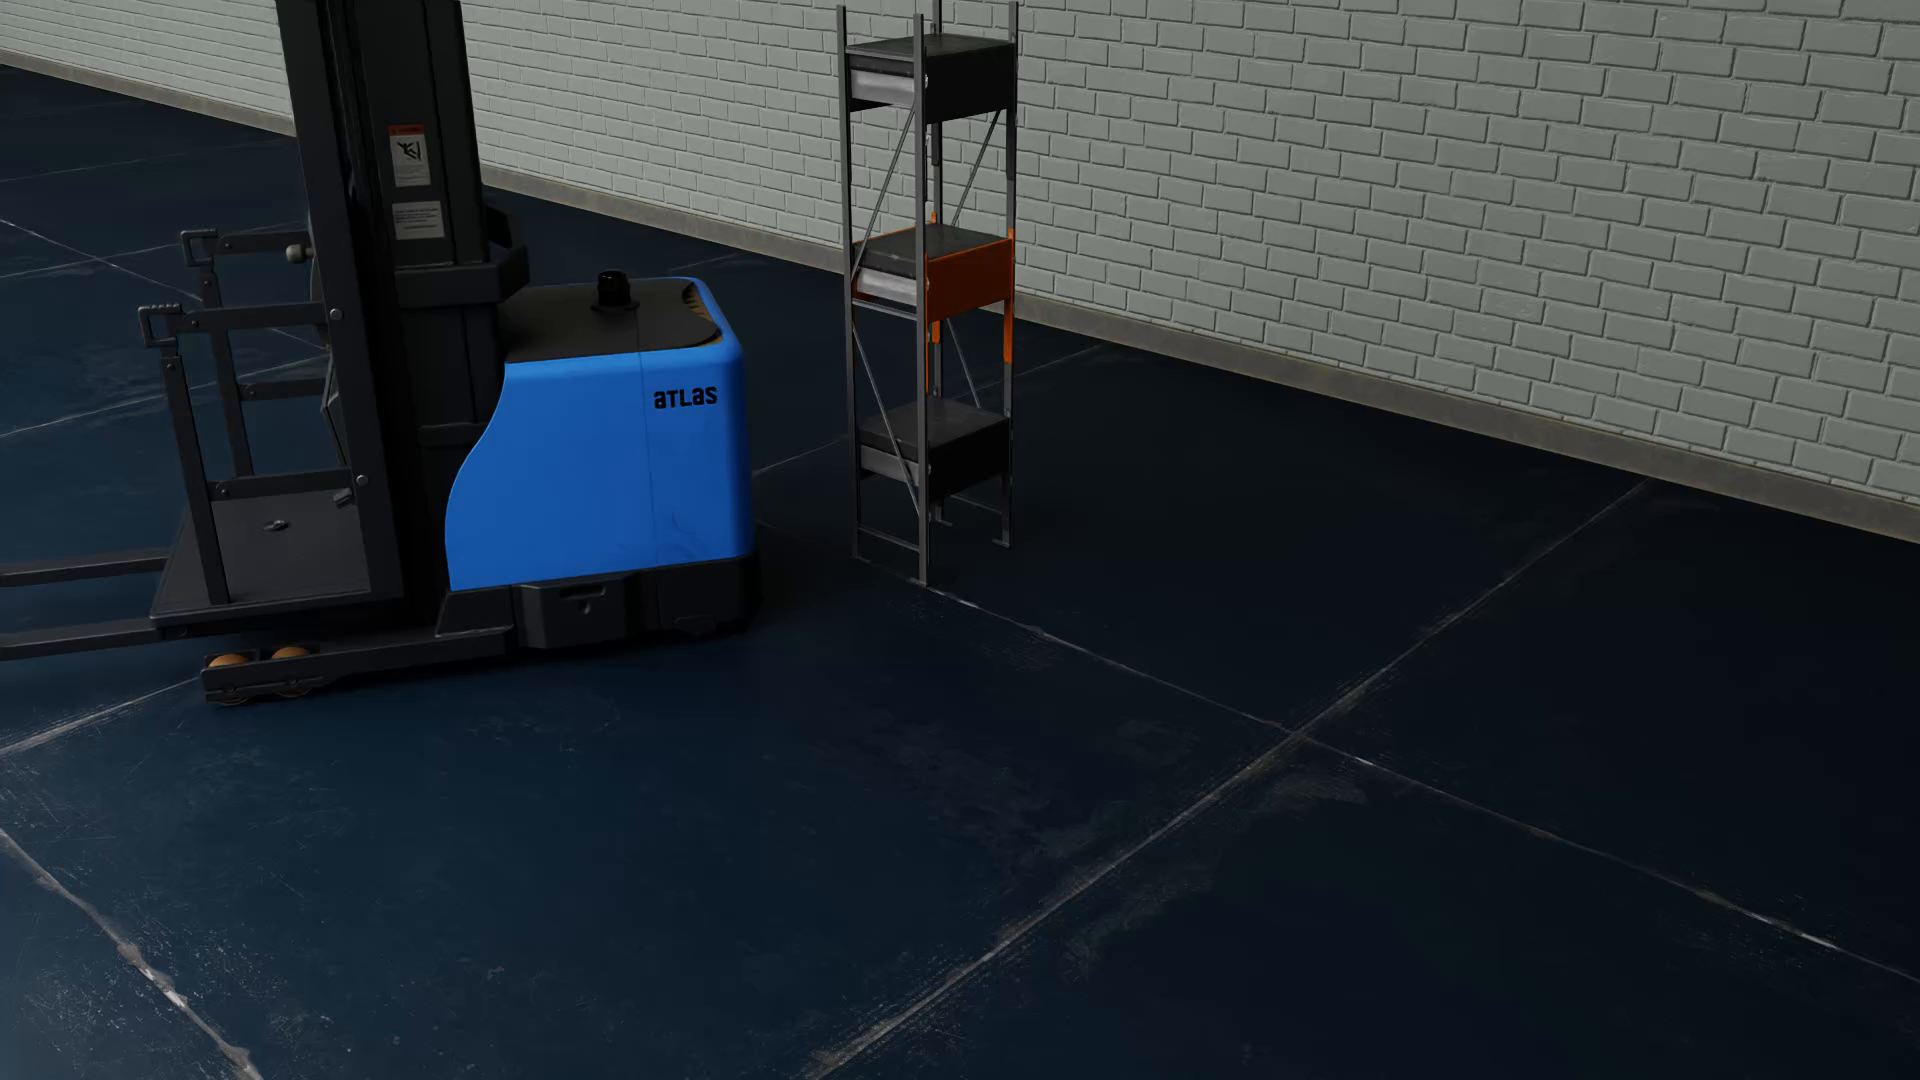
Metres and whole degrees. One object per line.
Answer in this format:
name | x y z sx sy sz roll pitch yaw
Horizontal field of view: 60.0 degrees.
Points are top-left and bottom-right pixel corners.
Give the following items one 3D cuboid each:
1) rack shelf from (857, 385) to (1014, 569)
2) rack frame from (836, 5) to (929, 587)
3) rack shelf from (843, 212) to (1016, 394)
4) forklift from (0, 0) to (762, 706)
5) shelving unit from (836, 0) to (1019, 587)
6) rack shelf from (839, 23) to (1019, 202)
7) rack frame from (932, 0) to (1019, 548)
rack shelf | -0.110 -0.256 6.500 0.431 0.518 0.480 20 31 38
rack frame | -0.273 -0.833 6.042 0.400 2.100 0.015 20 31 38
rack shelf | -0.110 -0.895 6.214 0.431 0.518 0.480 20 31 38
forklift | -2.293 -1.028 5.461 3.031 2.935 1.130 -7 25 -15
shelving unit | -0.110 -0.908 6.208 0.431 2.100 0.503 20 31 38
rack shelf | -0.110 -1.534 5.927 0.431 0.518 0.480 20 31 38
rack frame | 0.052 -0.982 6.374 0.400 2.100 0.015 20 31 38
